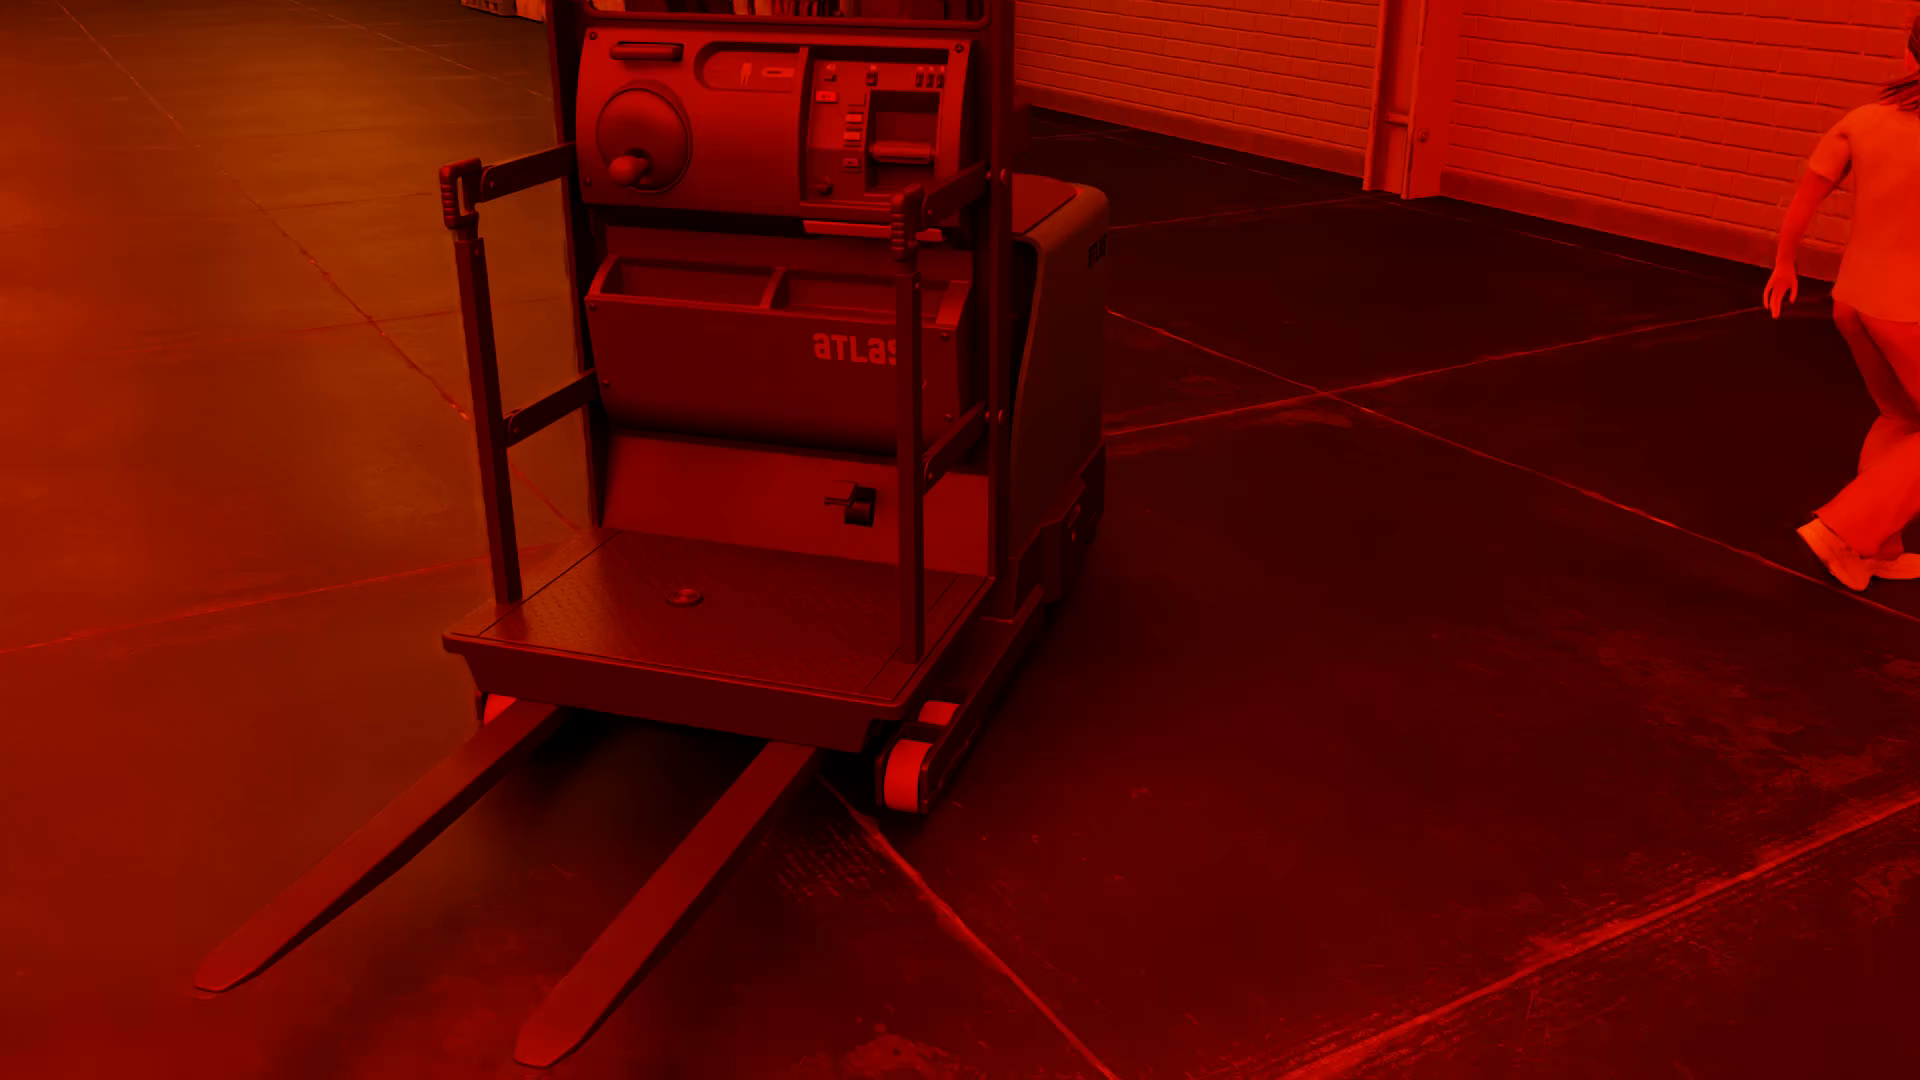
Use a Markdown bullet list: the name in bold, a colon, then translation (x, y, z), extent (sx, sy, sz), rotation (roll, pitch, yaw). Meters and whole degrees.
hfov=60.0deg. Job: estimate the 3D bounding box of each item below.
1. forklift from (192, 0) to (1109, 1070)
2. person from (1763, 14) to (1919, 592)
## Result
- **forklift**: translation (-0.492, -0.922, 3.519), extent (1.130, 2.935, 3.031), rotation (7, 23, 16)
- **person**: translation (2.574, -0.643, 4.569), extent (0.554, 1.630, 0.637), rotation (-3, 23, -8)
